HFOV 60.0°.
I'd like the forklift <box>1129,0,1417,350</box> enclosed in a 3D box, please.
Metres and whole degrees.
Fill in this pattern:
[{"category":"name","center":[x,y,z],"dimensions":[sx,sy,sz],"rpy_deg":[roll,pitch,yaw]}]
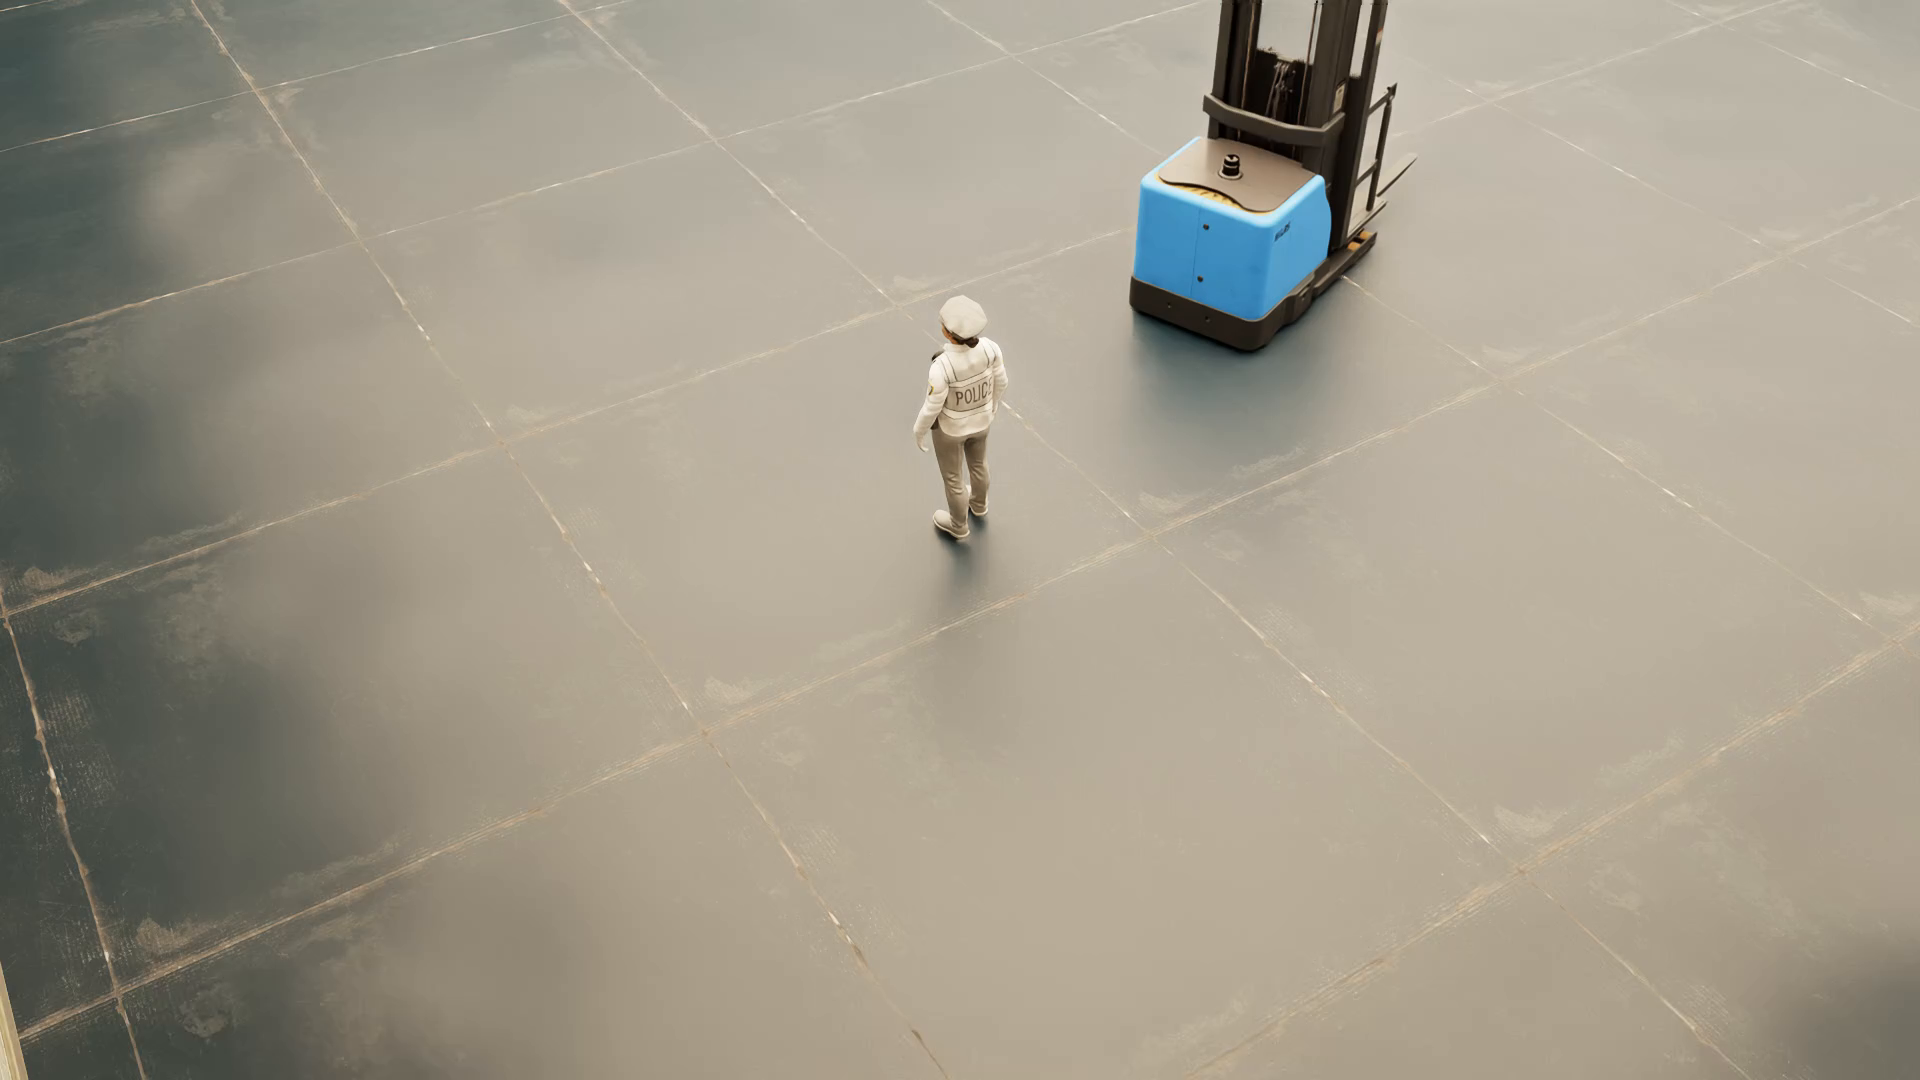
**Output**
[{"category":"forklift","center":[2.490,-3.340,11.693],"dimensions":[1.130,2.935,3.031],"rpy_deg":[26,47,26]}]

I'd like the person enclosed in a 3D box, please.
[{"category":"person","center":[-0.031,-0.713,9.558],"dimensions":[0.586,1.691,0.530],"rpy_deg":[-23,46,-24]}]
